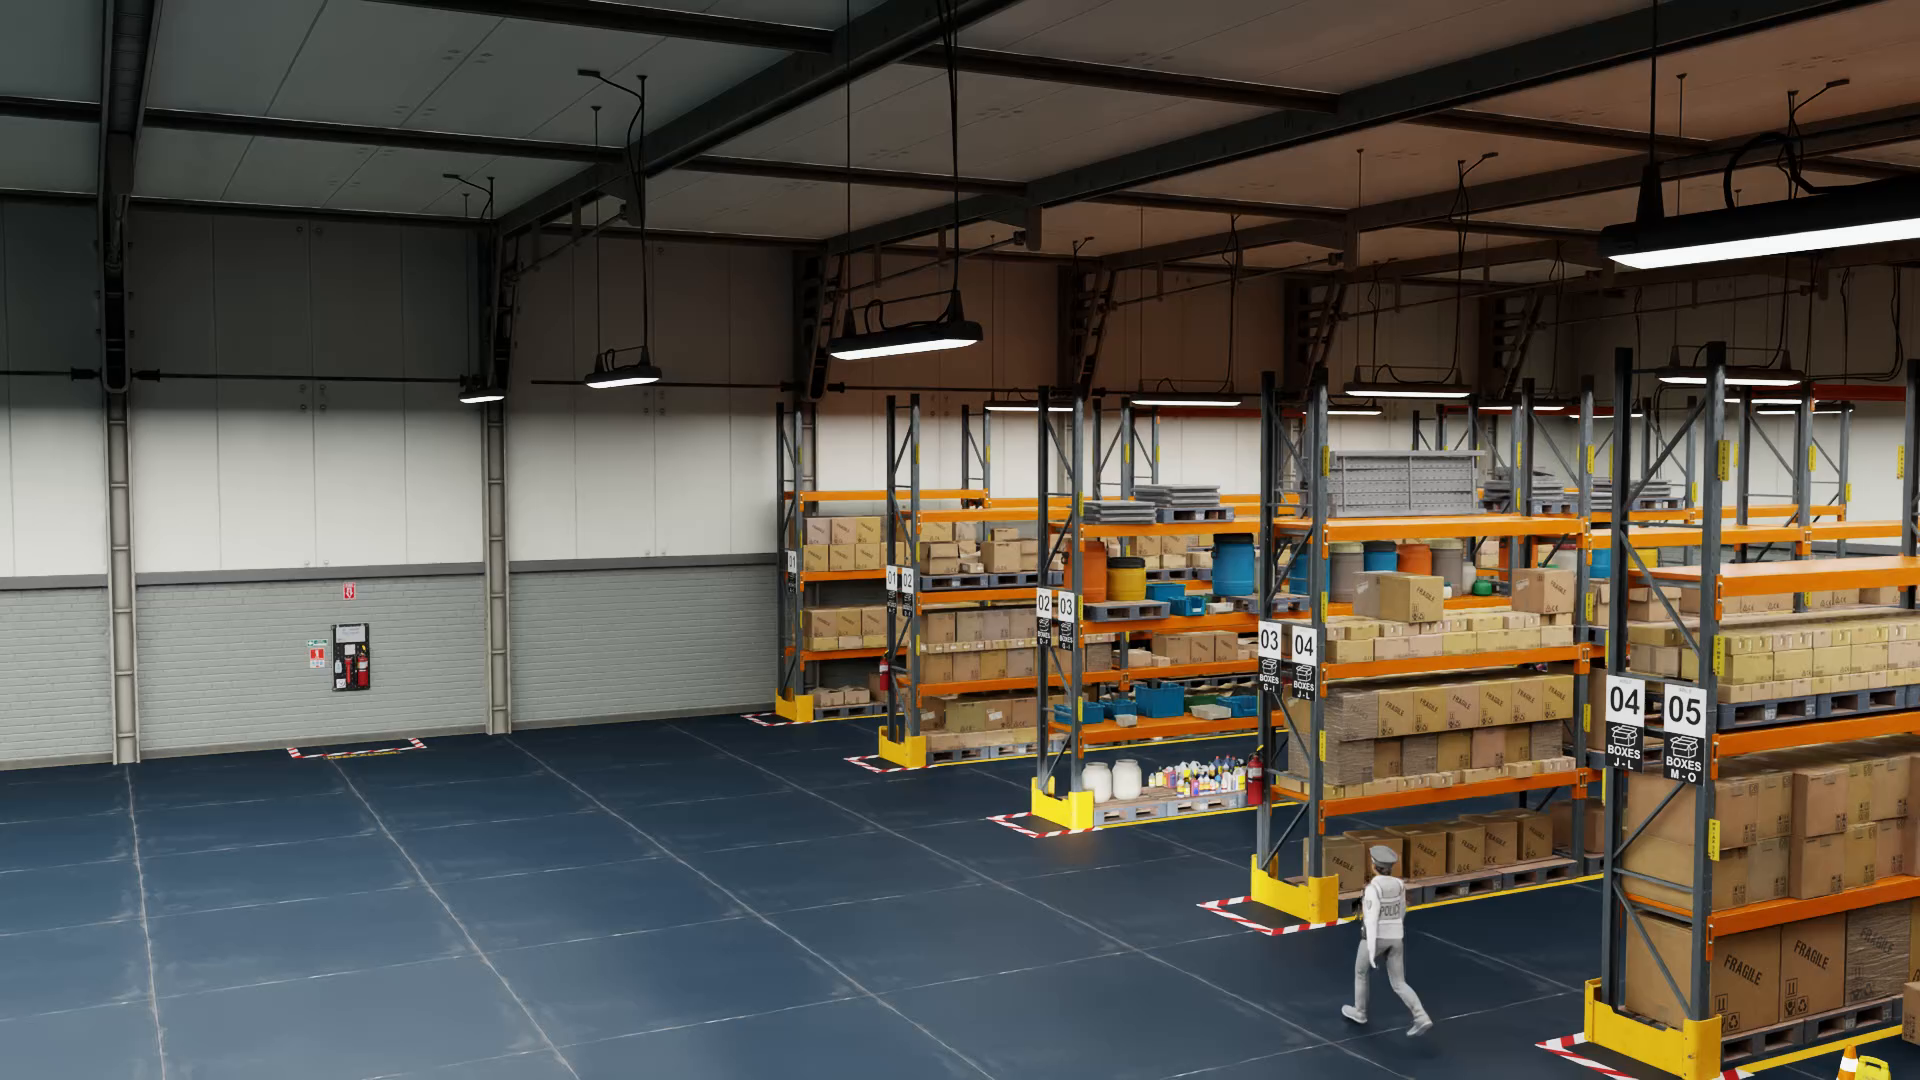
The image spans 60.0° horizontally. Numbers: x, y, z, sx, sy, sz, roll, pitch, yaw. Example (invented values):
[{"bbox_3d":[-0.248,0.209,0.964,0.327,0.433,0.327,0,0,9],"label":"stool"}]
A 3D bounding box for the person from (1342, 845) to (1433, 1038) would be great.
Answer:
[{"bbox_3d":[3.755,3.514,14.607,0.524,1.626,1.015,-1,3,-21],"label":"person"}]
